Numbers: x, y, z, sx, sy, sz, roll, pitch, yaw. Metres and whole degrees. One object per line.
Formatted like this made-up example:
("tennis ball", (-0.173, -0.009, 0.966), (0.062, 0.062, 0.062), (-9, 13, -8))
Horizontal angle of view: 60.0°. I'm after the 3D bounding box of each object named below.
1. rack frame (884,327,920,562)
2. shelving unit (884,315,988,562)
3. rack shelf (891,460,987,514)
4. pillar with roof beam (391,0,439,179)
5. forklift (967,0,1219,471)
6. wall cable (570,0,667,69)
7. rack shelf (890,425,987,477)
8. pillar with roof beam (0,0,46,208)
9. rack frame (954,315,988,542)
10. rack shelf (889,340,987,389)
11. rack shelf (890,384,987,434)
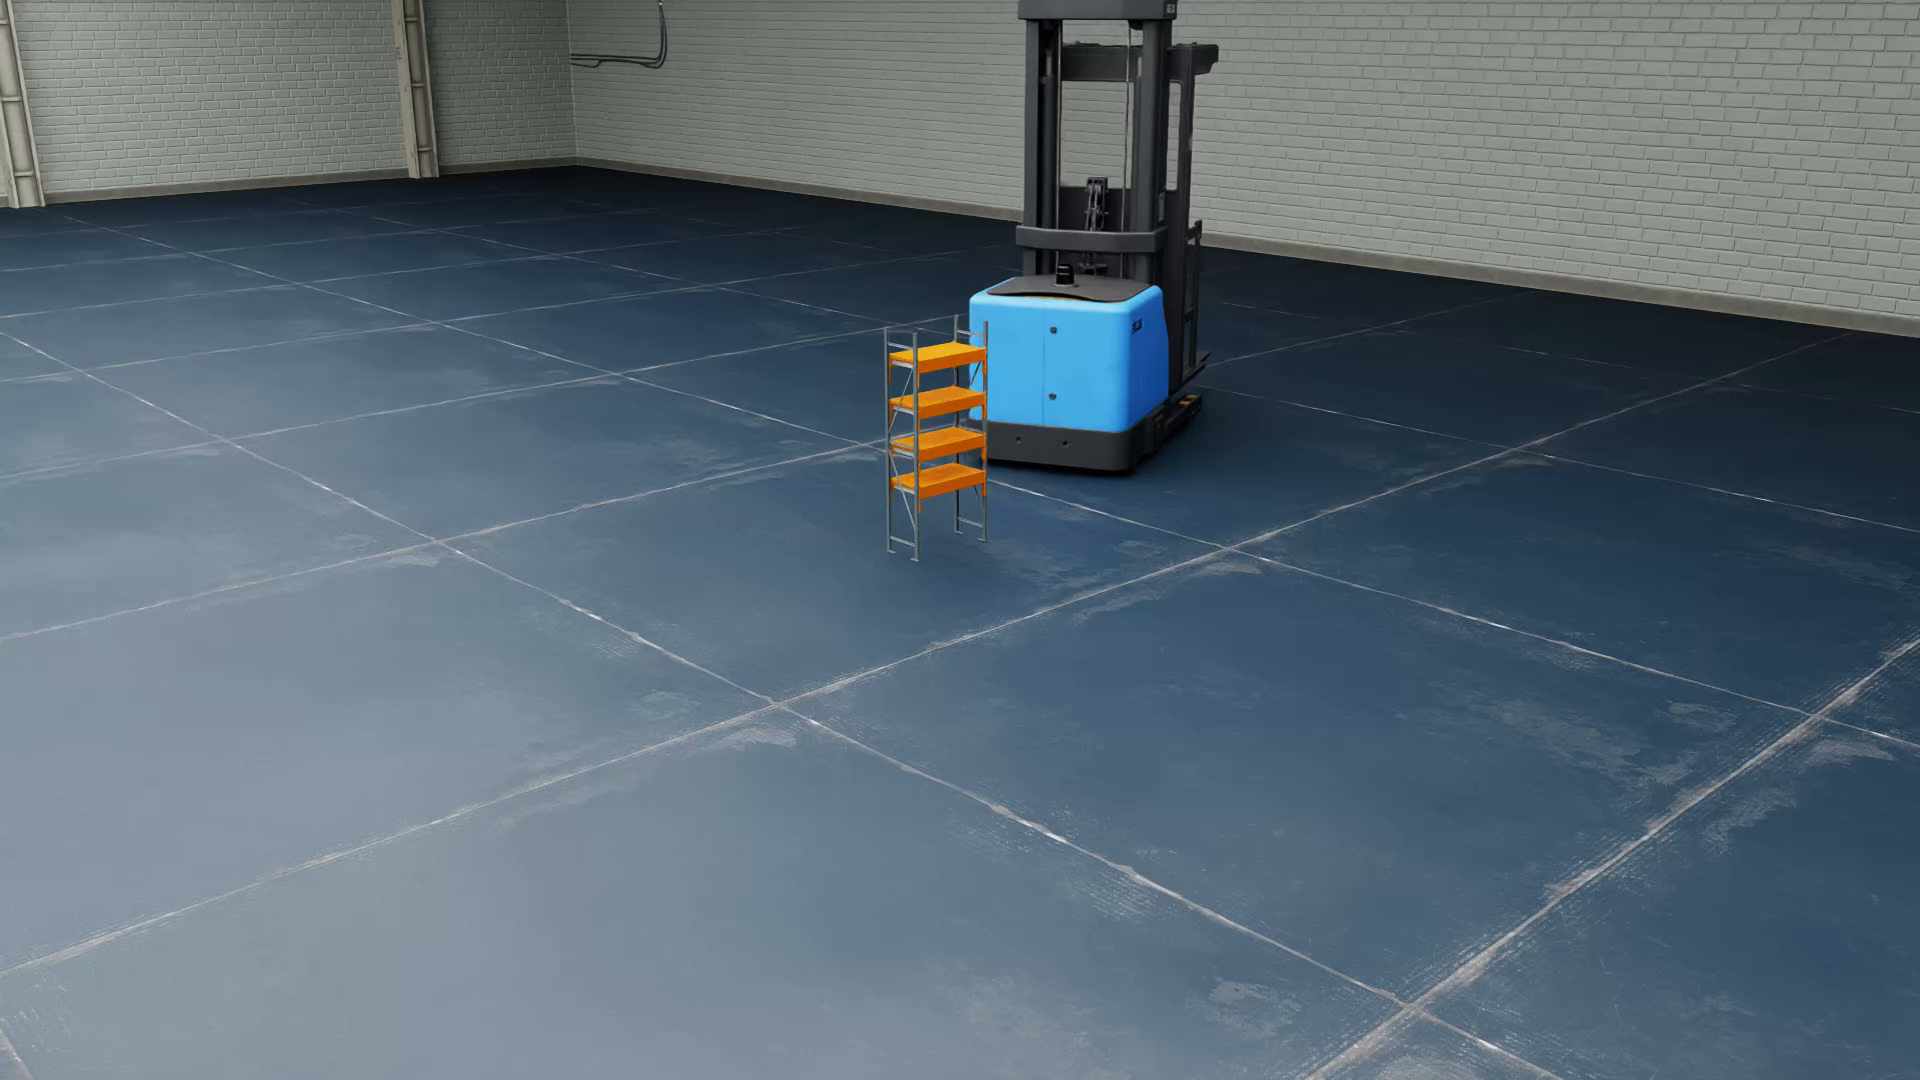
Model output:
("rack frame", (-0.298, -0.484, 8.532), (0.015, 1.200, 0.240), (-16, 24, -41))
("shelving unit", (-0.120, -0.536, 8.691), (0.503, 1.200, 0.258), (-16, 24, -41))
("rack shelf", (-0.120, -0.283, 8.773), (0.480, 0.148, 0.258), (-16, 24, -41))
("pillar with roof beam", (-5.907, -9.320, 23.139), (0.400, 9.000, 9.100), (-16, 24, -41))
("forklift", (1.049, -2.227, 11.102), (1.130, 2.935, 3.031), (7, 19, 20))
("wall cable", (-5.816, -9.135, 27.604), (0.112, 2.526, 3.097), (-16, 24, -41))
("rack shelf", (-0.120, -0.472, 8.712), (0.480, 0.148, 0.258), (-16, 24, -41))
("pillar with roof beam", (-10.267, -8.048, 19.217), (0.400, 9.000, 9.100), (-16, 24, -41))
("rack frame", (0.057, -0.587, 8.851), (0.015, 1.200, 0.240), (-16, 24, -41))
("rack shelf", (-0.120, -0.909, 8.570), (0.480, 0.148, 0.258), (-16, 24, -41))
("rack shelf", (-0.120, -0.684, 8.643), (0.480, 0.148, 0.258), (-16, 24, -41))
